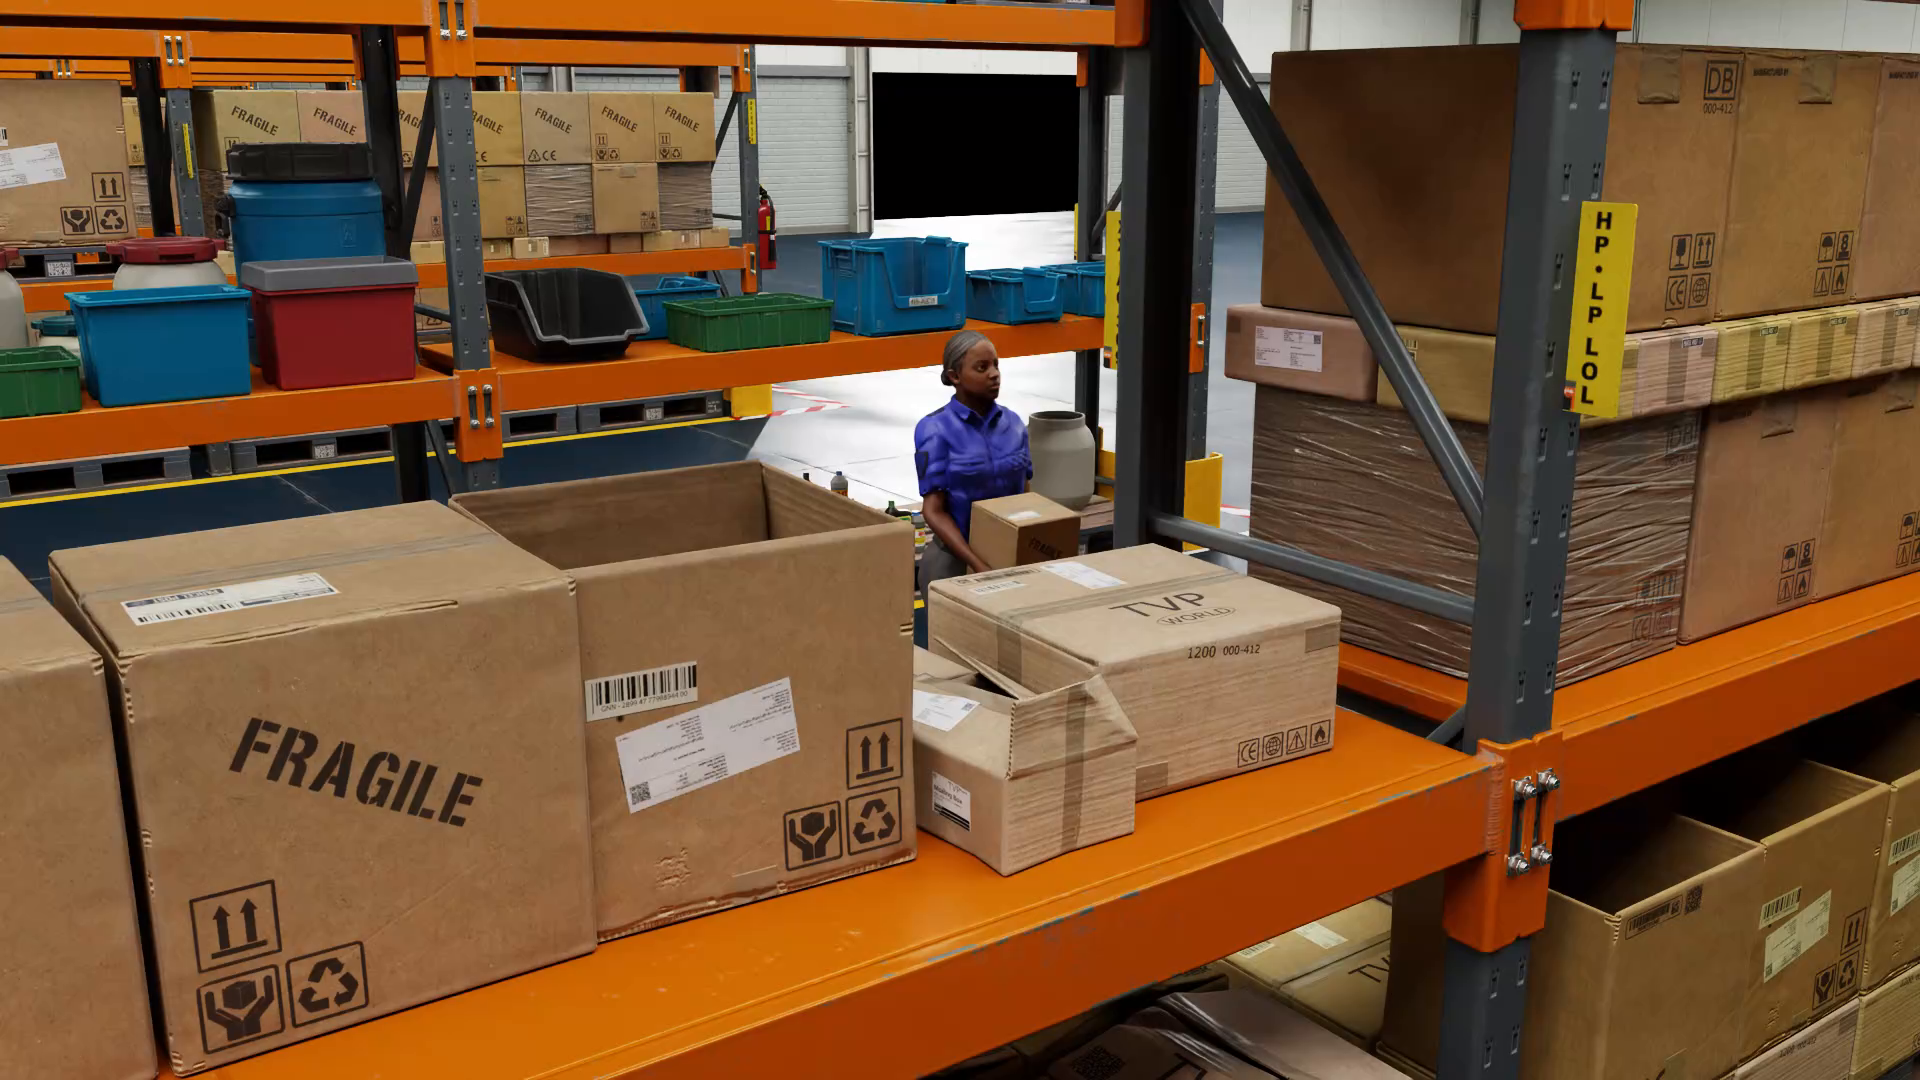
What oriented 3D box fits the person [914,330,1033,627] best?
[{"bbox_3d":[0.098,0.150,5.465,0.450,1.647,0.523,-10,18,-34],"label":"person"}]
